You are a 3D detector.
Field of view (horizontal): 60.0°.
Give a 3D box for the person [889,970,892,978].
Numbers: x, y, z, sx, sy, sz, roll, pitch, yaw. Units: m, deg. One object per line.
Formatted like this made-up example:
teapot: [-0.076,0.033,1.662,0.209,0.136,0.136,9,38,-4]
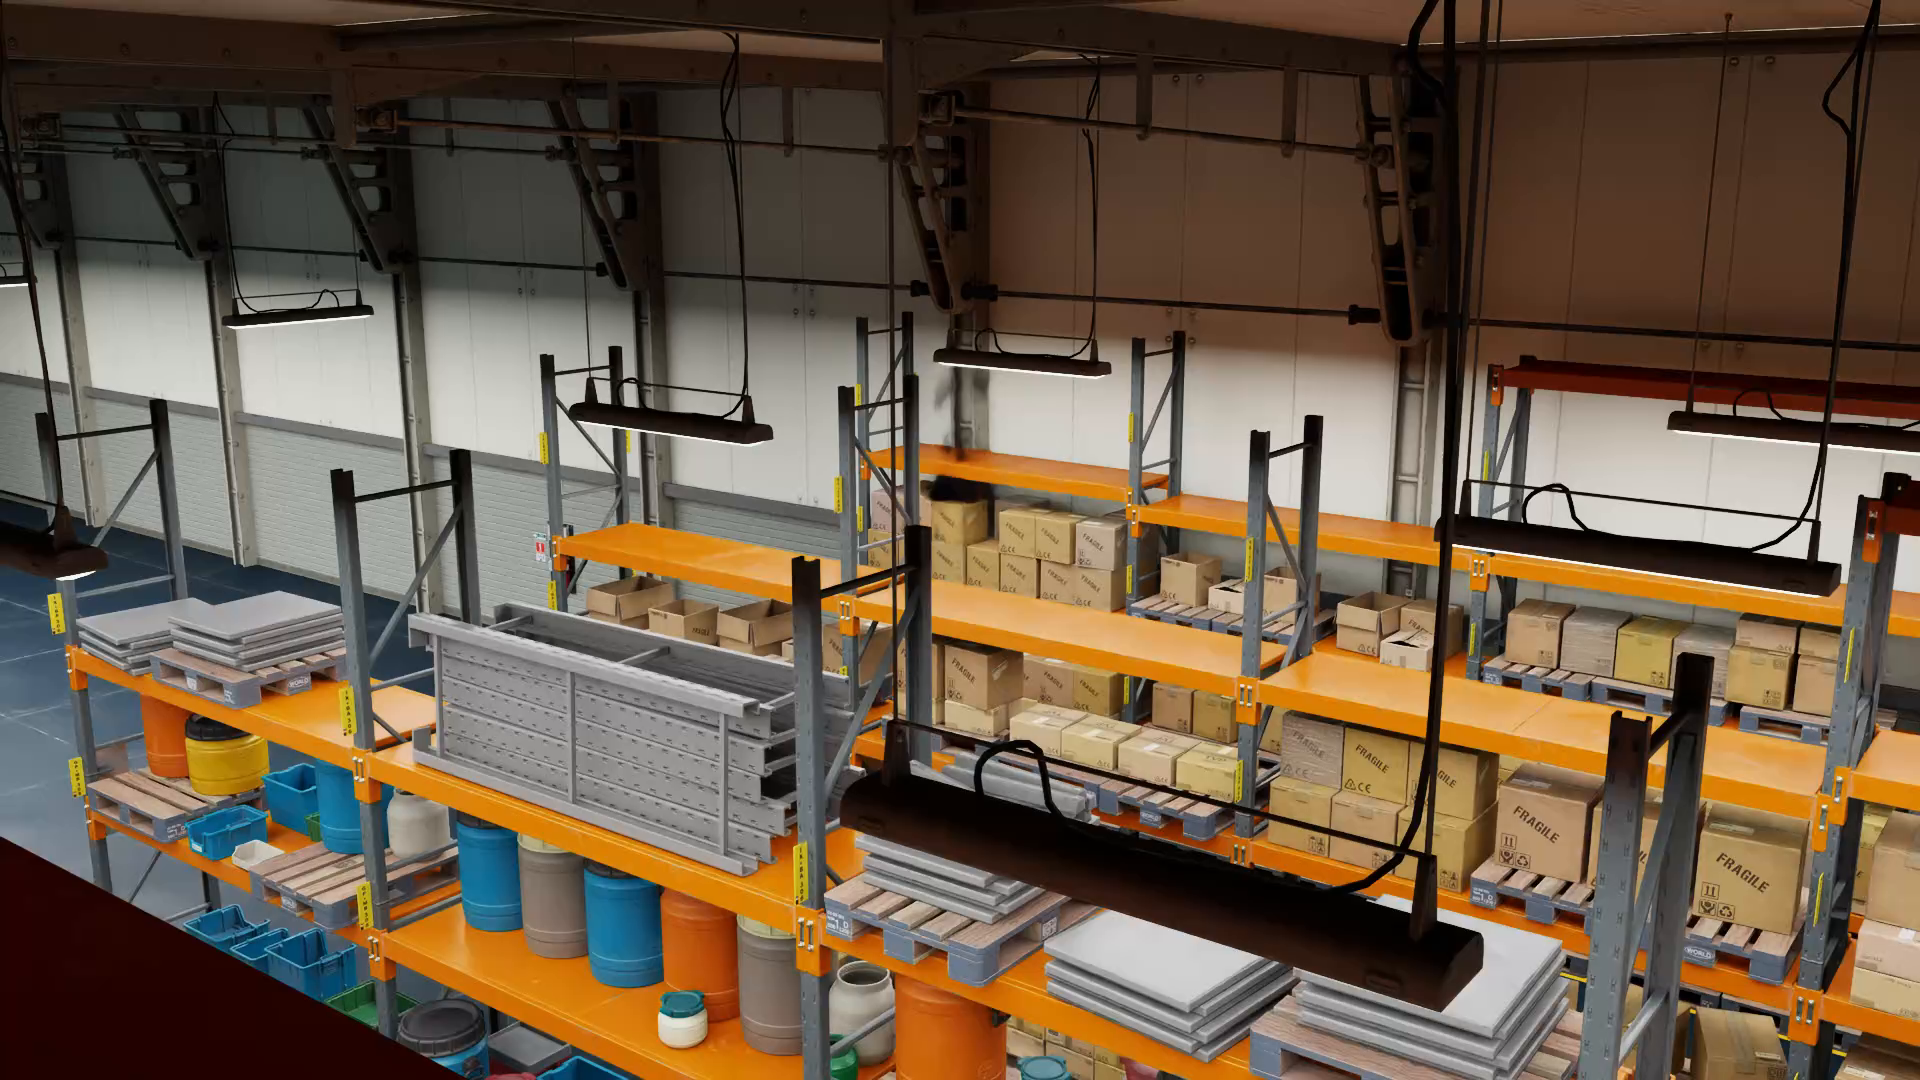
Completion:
person: [-0.700,4.208,13.528,0.713,1.678,0.571,9,16,33]
